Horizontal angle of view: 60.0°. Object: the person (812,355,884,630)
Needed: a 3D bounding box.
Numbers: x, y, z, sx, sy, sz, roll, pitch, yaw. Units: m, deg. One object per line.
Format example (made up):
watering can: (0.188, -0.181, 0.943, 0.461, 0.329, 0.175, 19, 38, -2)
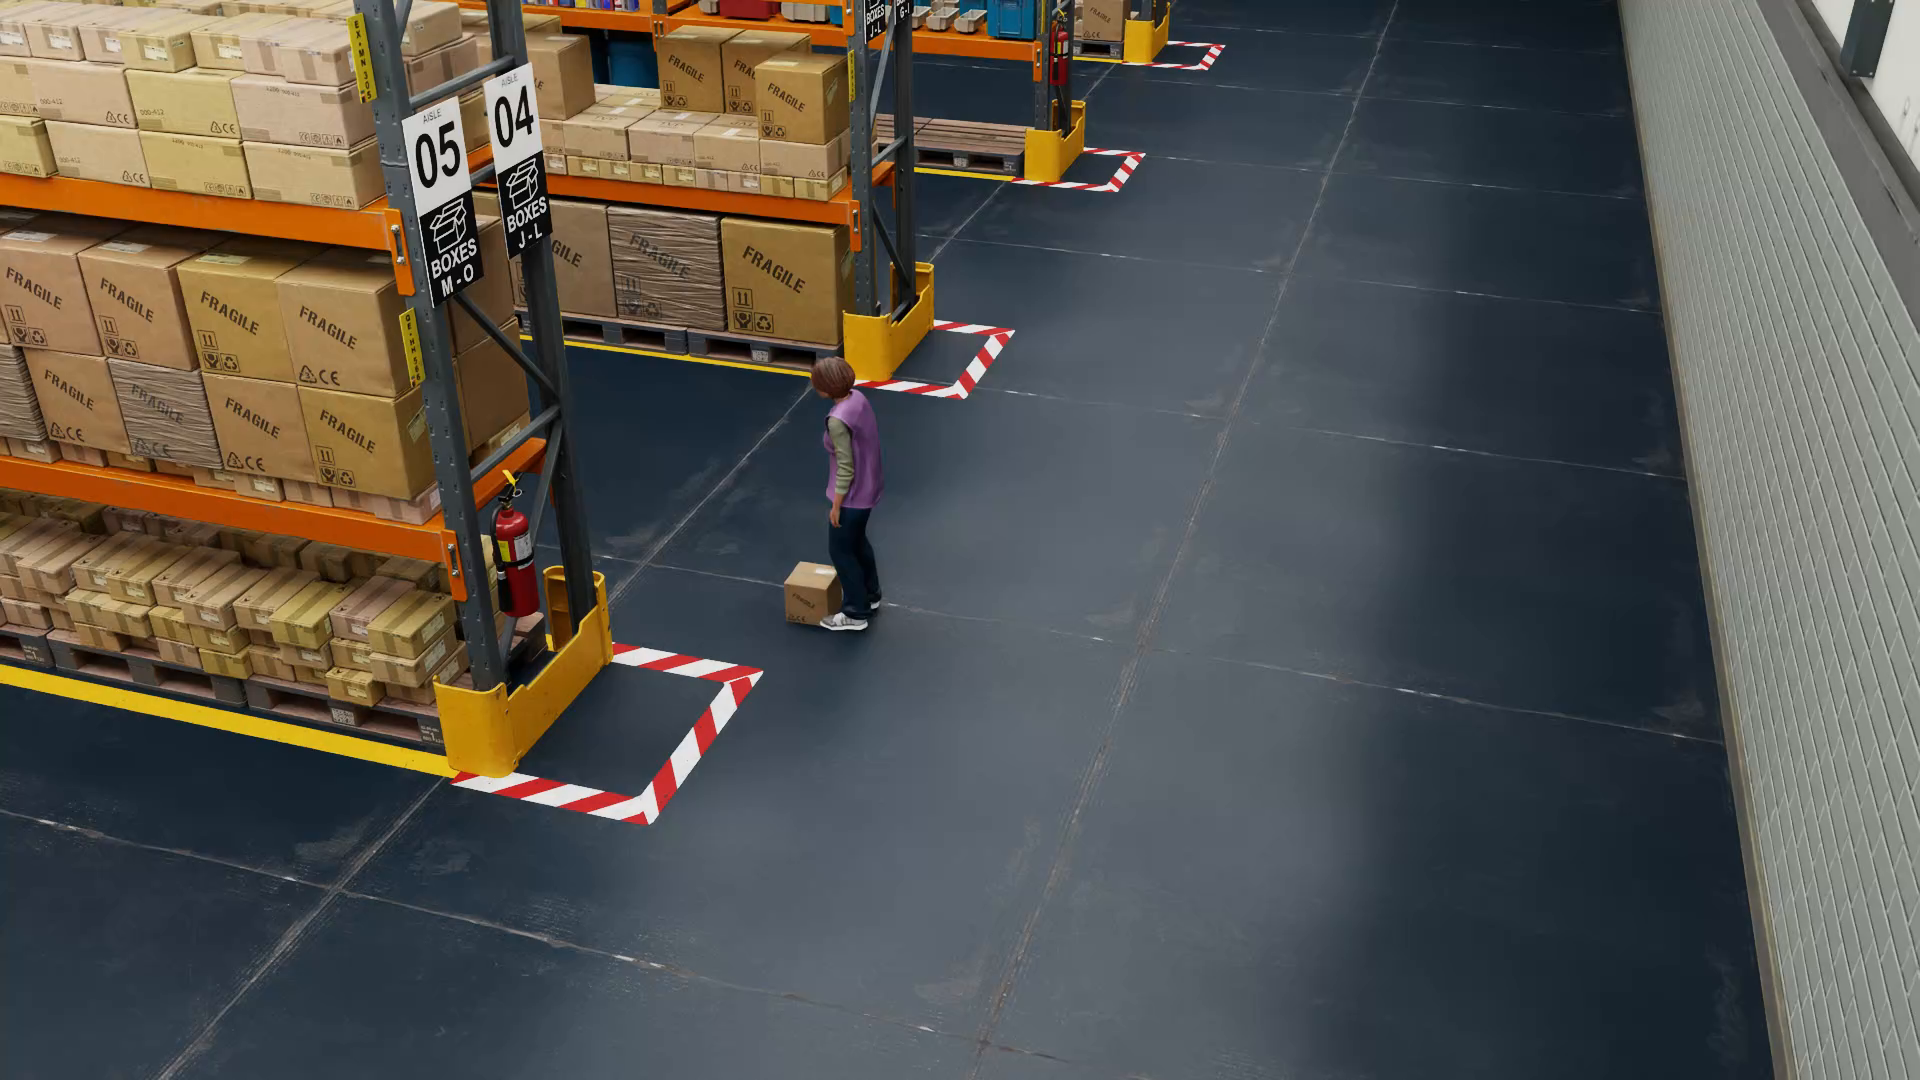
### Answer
person: (-0.591, -0.252, 8.948, 0.346, 1.593, 0.460, 9, 31, 15)
